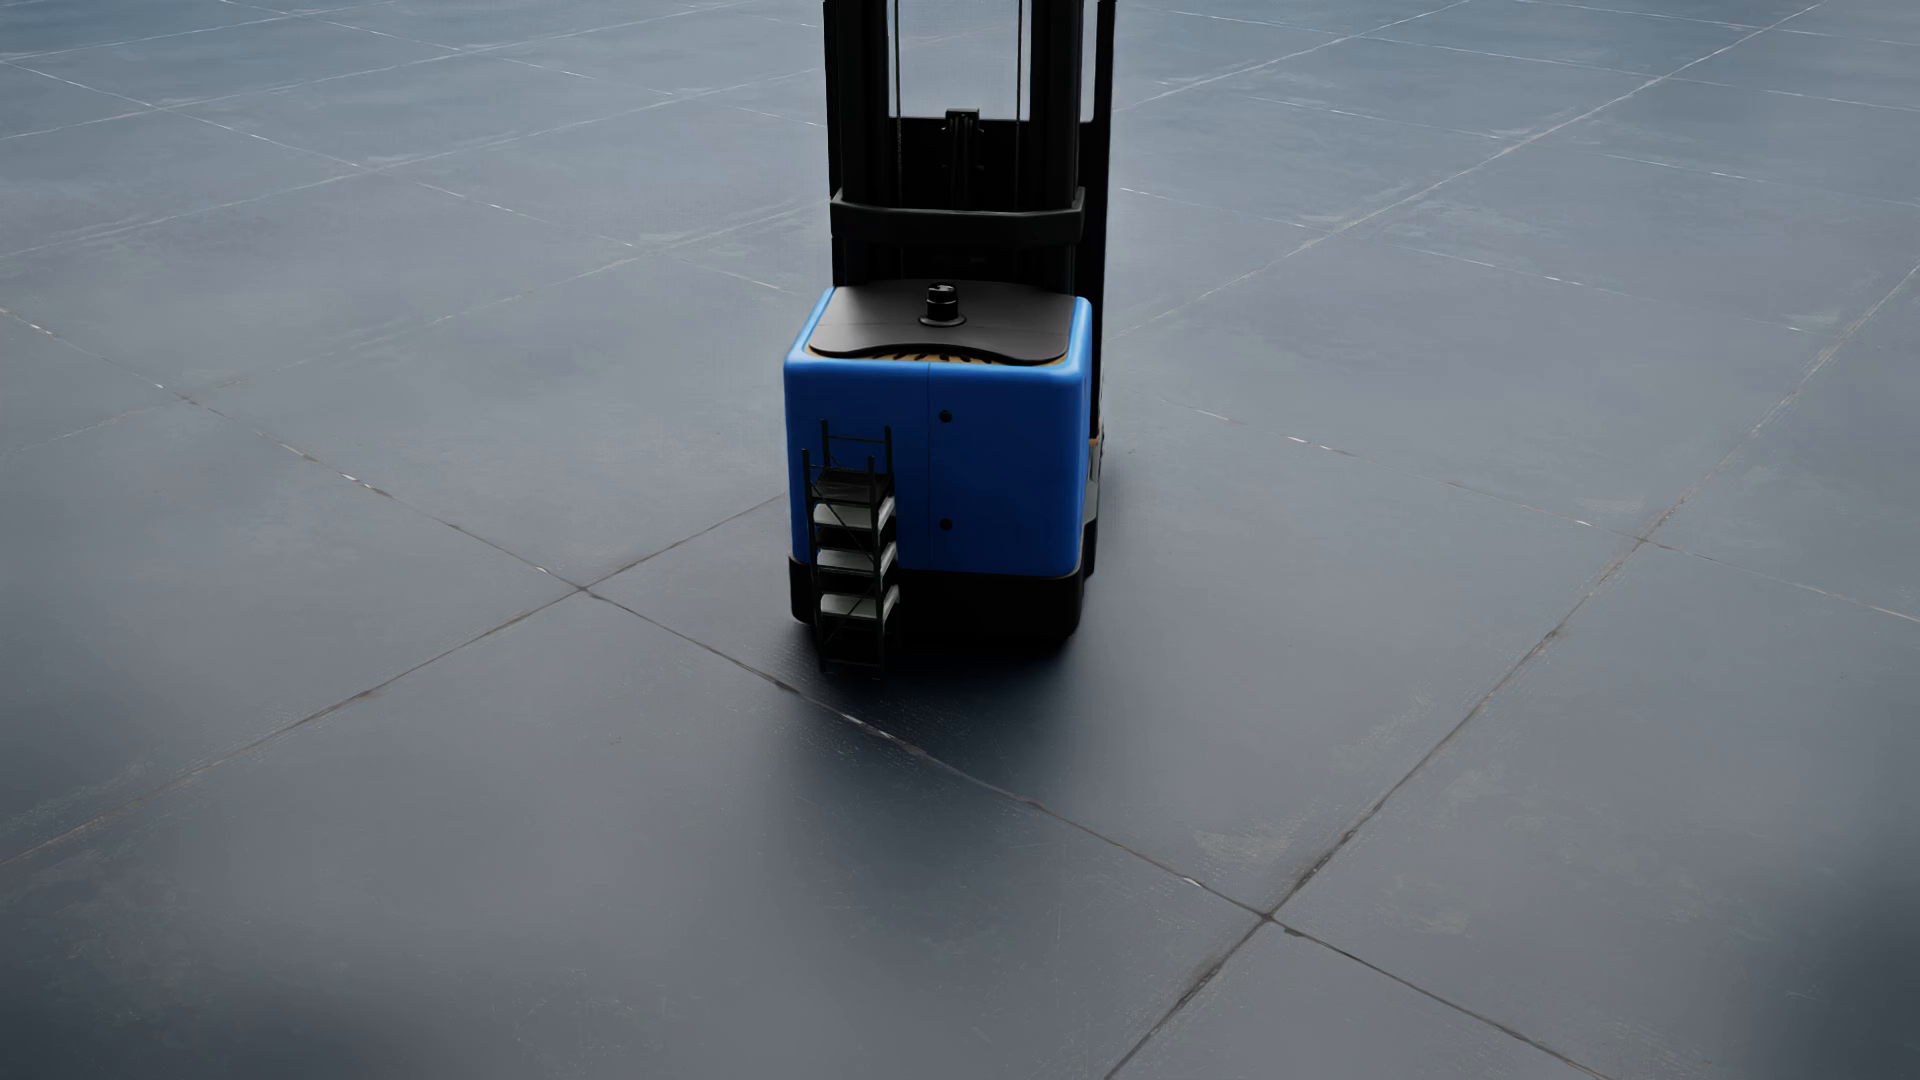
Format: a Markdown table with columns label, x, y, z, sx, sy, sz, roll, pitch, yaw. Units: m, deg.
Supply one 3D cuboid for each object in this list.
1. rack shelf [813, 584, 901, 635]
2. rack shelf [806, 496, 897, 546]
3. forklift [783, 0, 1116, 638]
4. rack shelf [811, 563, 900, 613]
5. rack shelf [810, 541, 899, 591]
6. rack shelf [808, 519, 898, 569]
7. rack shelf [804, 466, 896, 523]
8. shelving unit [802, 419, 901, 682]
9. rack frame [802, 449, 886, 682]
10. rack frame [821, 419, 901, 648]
| label | x | y | z | sx | sy | sz | roll | pitch | yaw |
| --- | --- | --- | --- | --- | --- | --- | --- | --- | --- |
| rack shelf | -0.356 | 0.227 | 5.778 | 0.258 | 0.077 | 0.200 | 6 | 33 | 12 |
| rack shelf | -0.363 | -0.078 | 5.586 | 0.258 | 0.077 | 0.200 | 6 | 33 | 12 |
| forklift | 0.061 | -1.602 | 6.657 | 1.130 | 2.935 | 3.031 | 3 | 27 | 6 |
| rack shelf | -0.357 | 0.151 | 5.730 | 0.258 | 0.077 | 0.200 | 6 | 33 | 12 |
| rack shelf | -0.359 | 0.075 | 5.682 | 0.258 | 0.077 | 0.200 | 6 | 33 | 12 |
| rack shelf | -0.361 | -0.001 | 5.634 | 0.258 | 0.077 | 0.200 | 6 | 33 | 12 |
| rack shelf | -0.365 | -0.154 | 5.538 | 0.258 | 0.077 | 0.200 | 6 | 33 | 12 |
| shelving unit | -0.360 | 0.047 | 5.664 | 0.258 | 0.900 | 0.210 | 6 | 33 | 12 |
| rack frame | -0.383 | 0.100 | 5.581 | 0.240 | 0.900 | 0.006 | 6 | 33 | 12 |
| rack frame | -0.336 | -0.007 | 5.748 | 0.240 | 0.900 | 0.006 | 6 | 33 | 12 |
